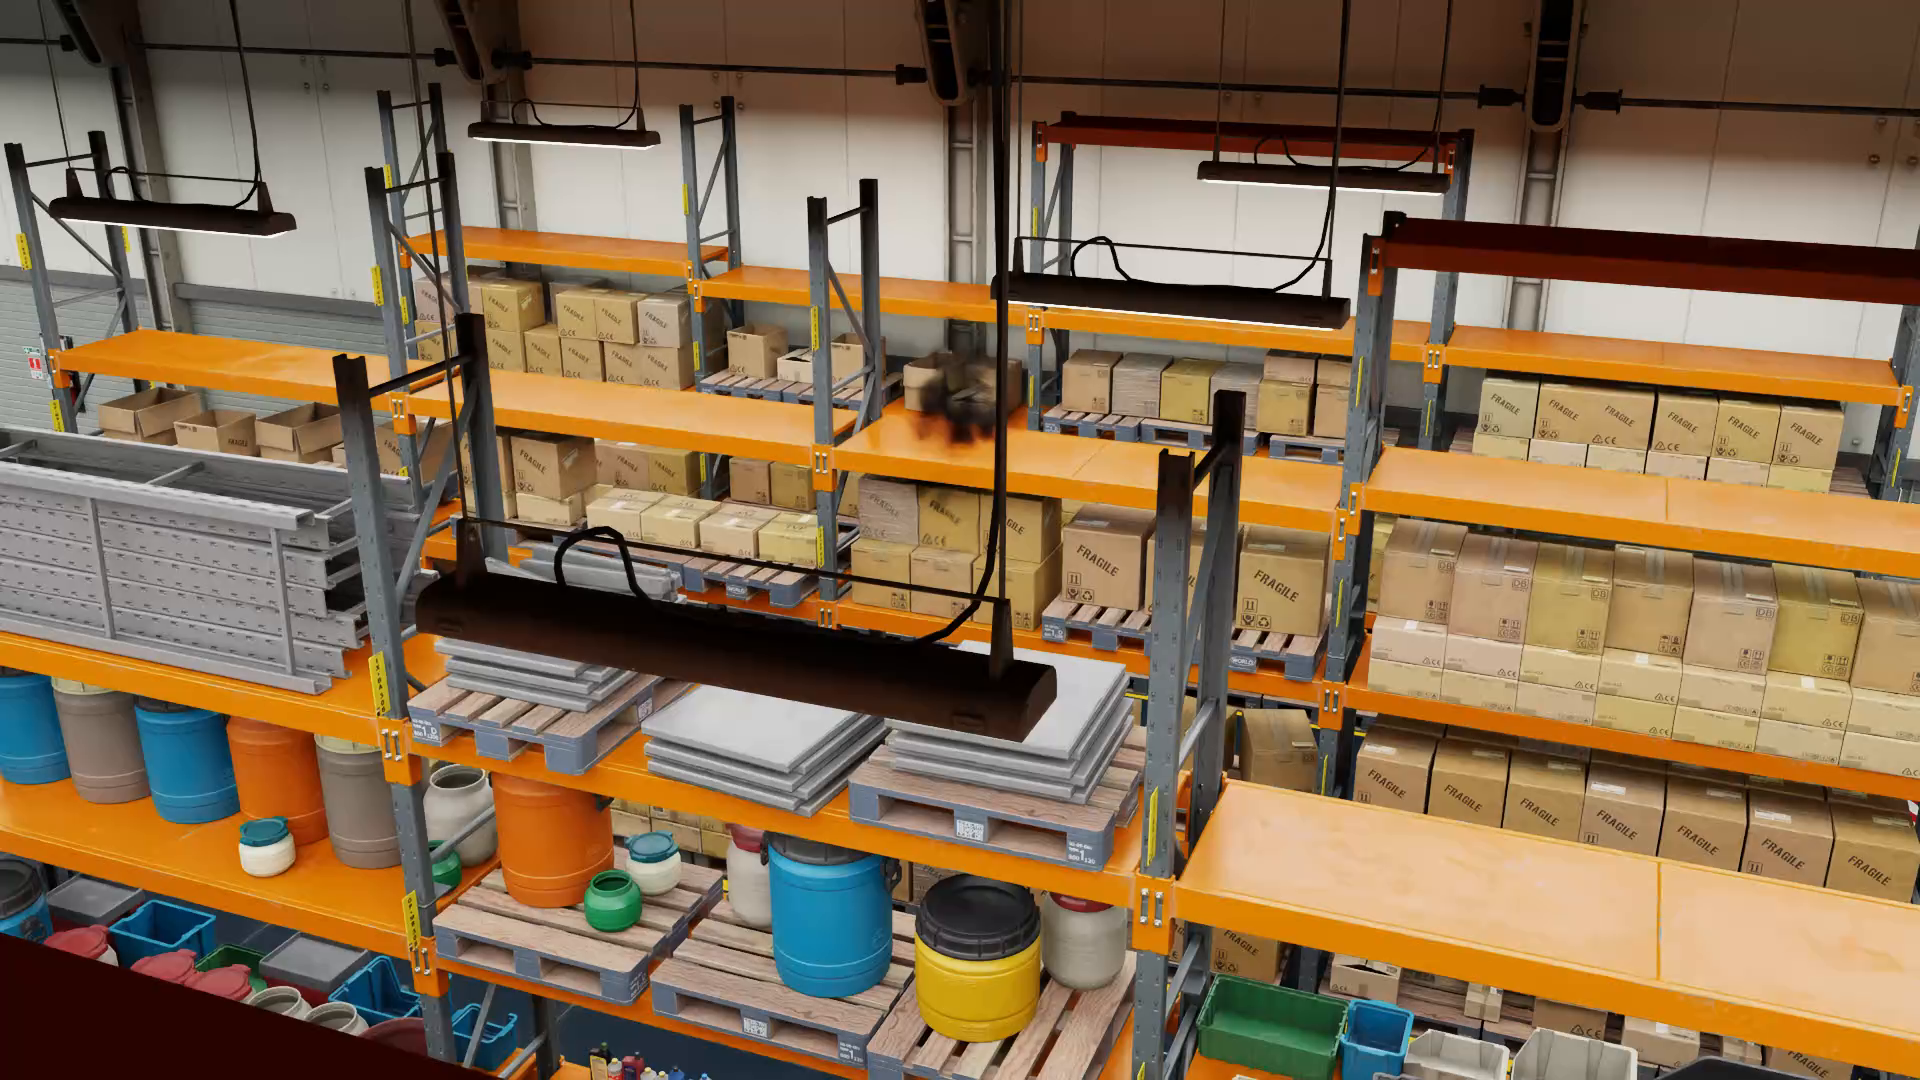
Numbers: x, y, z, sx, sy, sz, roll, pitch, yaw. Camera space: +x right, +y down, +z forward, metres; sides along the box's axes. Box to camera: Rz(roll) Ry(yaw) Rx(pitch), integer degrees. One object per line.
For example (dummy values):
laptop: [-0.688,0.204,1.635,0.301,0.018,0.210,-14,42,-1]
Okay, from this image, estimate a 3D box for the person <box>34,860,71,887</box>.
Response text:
person: [-7.218,2.572,13.347,0.784,1.611,0.538,9,23,23]
